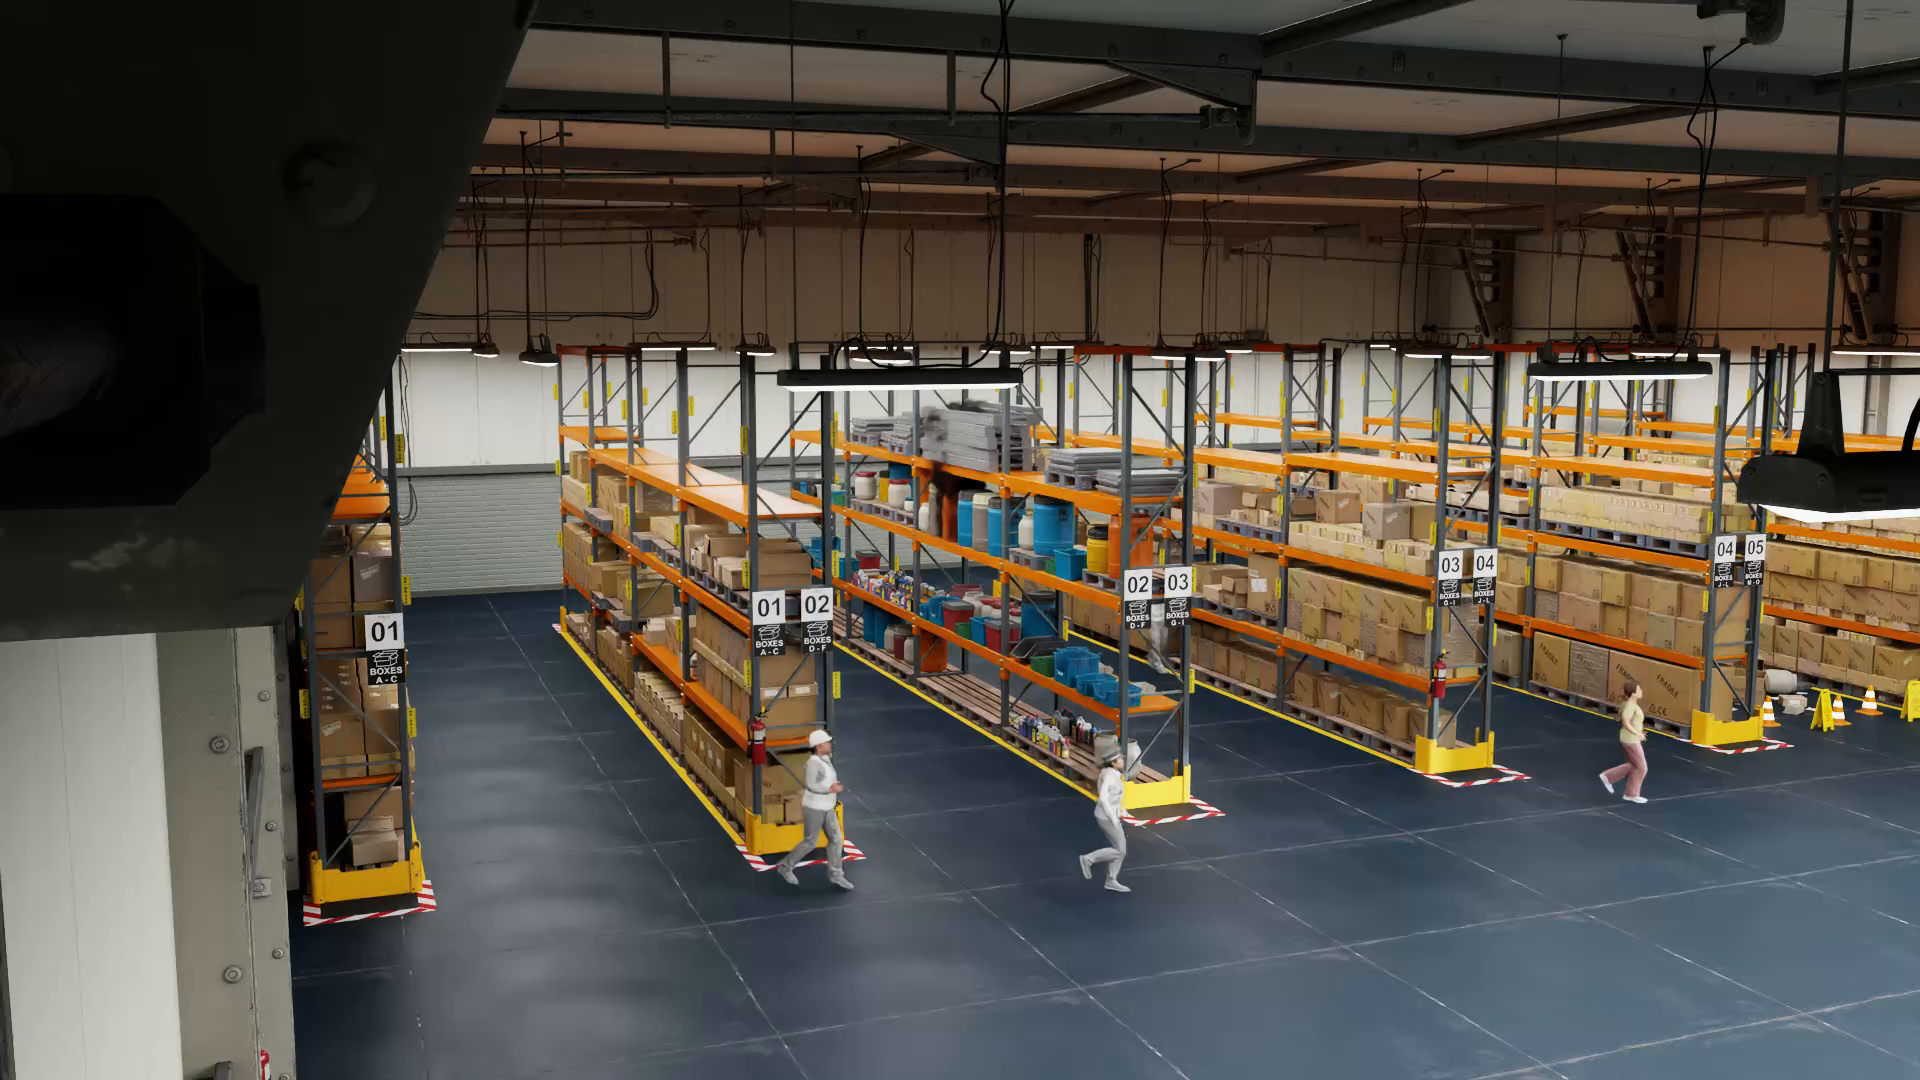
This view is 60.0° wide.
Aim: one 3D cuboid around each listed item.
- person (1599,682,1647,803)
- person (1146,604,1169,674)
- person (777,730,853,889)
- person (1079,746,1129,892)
[{"bbox_3d":[8.916,2.701,22.265,0.619,1.643,0.589,2,8,15],"label":"person"},{"bbox_3d":[3.484,1.446,29.305,0.686,1.793,0.848,-3,8,-23],"label":"person"},{"bbox_3d":[-1.612,3.047,18.918,0.885,1.782,0.679,2,7,13],"label":"person"},{"bbox_3d":[1.631,3.143,18.805,0.571,1.662,0.638,0,7,-1],"label":"person"}]
